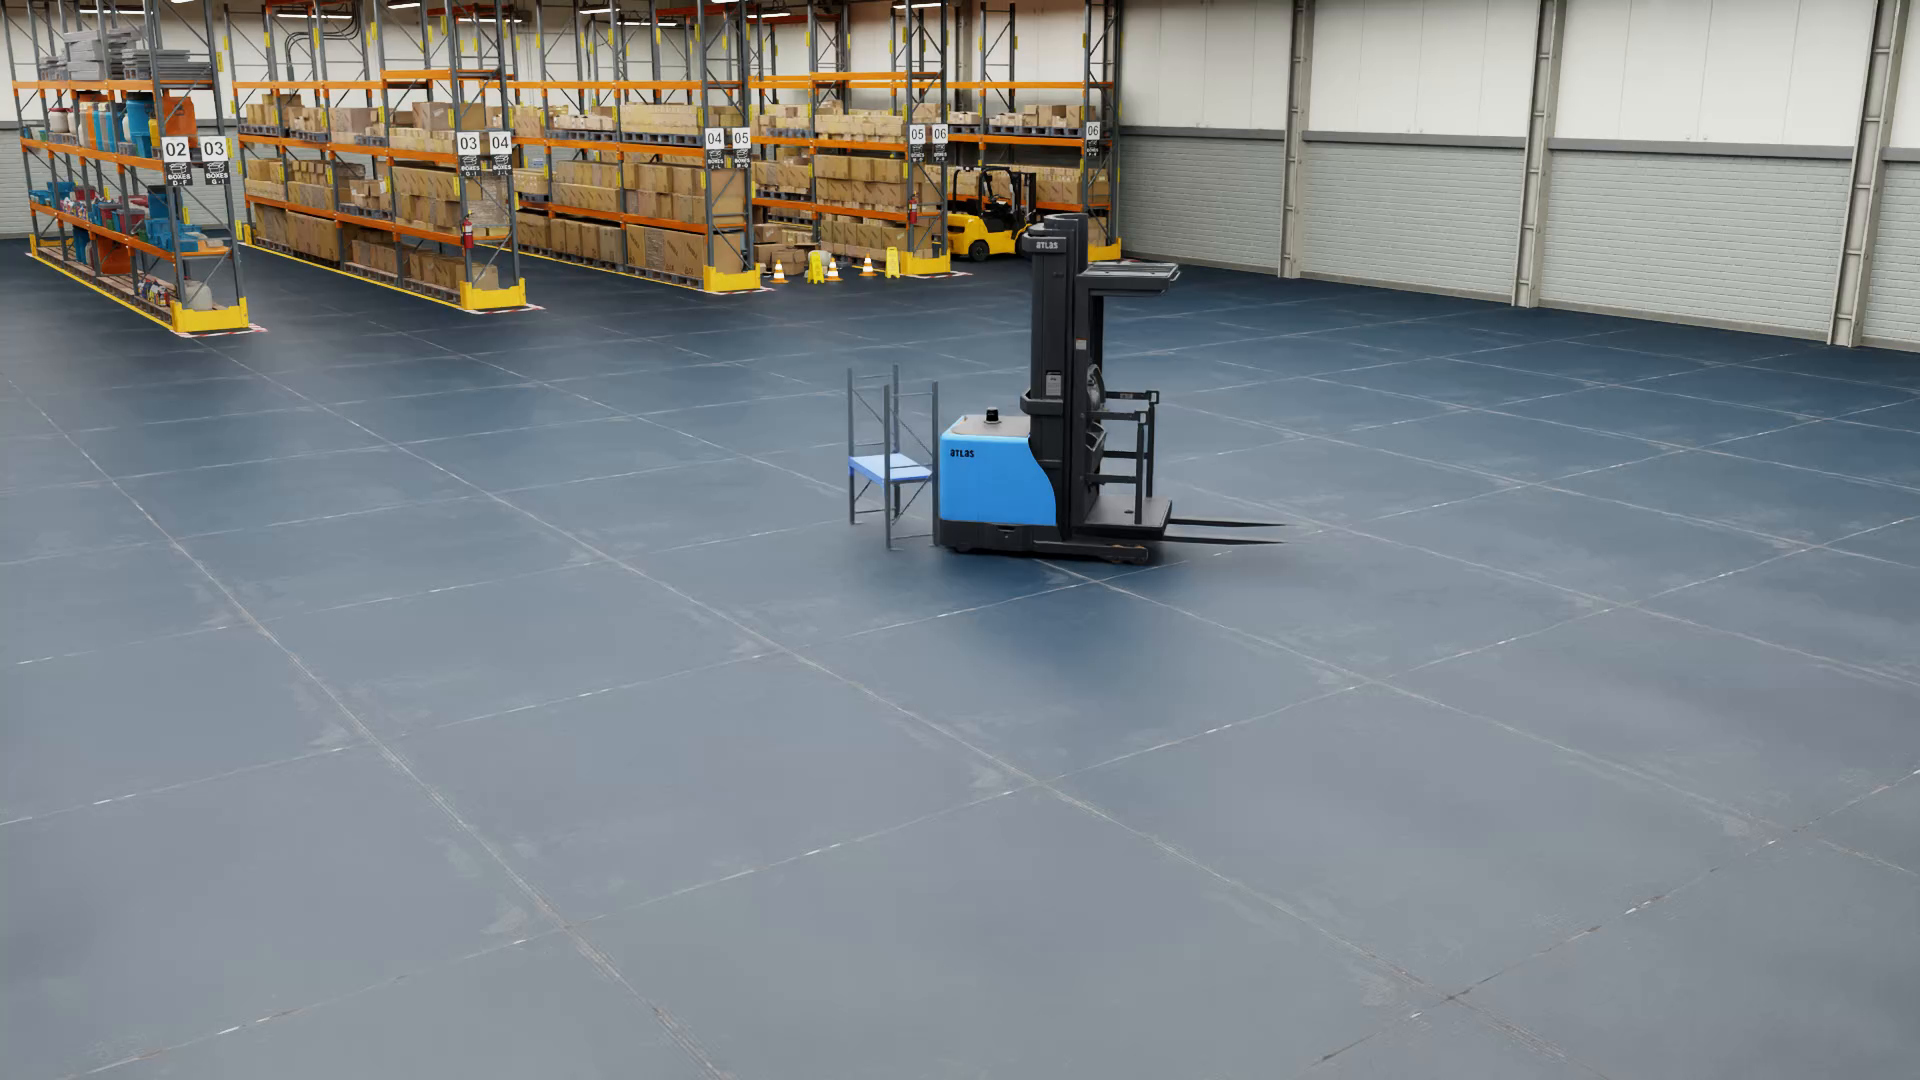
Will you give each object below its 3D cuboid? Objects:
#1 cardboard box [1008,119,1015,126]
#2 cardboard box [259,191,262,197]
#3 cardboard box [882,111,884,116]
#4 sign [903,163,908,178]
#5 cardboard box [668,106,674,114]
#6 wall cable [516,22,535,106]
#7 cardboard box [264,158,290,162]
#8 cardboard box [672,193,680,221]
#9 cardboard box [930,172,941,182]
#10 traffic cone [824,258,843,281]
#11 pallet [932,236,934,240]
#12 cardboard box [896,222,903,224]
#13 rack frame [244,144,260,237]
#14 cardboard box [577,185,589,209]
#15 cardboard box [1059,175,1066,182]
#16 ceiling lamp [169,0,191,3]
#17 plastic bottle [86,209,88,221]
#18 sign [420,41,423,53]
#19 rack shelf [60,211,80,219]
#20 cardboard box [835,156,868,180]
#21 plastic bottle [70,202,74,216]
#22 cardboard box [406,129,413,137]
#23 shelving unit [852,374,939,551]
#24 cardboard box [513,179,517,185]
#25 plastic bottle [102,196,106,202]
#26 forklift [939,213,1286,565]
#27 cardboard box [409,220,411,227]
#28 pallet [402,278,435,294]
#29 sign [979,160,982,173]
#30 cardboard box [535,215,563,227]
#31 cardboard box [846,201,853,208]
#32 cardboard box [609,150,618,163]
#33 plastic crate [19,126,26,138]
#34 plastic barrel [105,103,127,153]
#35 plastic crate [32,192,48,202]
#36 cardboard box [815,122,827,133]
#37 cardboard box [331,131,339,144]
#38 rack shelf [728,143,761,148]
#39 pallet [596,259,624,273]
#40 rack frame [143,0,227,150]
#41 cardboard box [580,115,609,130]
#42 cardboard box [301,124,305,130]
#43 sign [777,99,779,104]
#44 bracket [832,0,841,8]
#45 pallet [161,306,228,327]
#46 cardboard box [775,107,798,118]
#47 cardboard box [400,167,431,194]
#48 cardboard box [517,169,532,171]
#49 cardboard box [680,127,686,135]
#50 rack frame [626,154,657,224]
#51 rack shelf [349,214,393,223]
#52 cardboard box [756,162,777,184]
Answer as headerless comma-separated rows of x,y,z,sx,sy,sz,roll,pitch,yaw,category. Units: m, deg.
1.412,-10.263,40.875,0.380,0.149,0.250,-10,18,-33,cardboard box
-17.442,-8.724,41.920,0.380,0.149,0.250,-11,19,-35,cardboard box
-1.920,-11.658,45.447,0.380,0.149,0.250,-12,19,-36,cardboard box
-1.179,-7.997,35.996,0.100,0.325,0.005,-11,19,-35,sign
-5.731,-8.776,33.929,0.380,0.149,0.250,-11,19,-34,cardboard box
-13.699,-14.849,52.459,0.463,3.000,0.029,-11,19,-35,wall cable
-17.643,-9.616,43.003,0.500,0.500,0.500,-11,19,-34,cardboard box
-5.487,-6.976,34.772,0.875,0.550,0.550,-11,19,-35,cardboard box
-0.439,-9.557,43.824,0.500,0.250,0.500,-11,19,-34,cardboard box
-2.713,-5.792,35.534,0.336,0.463,0.334,-11,19,-35,traffic cone
-0.957,-8.321,45.253,1.003,0.211,1.213,-11,19,-35,pallet
-1.583,-7.046,38.304,0.500,0.500,0.500,-10,18,-33,cardboard box
-18.140,-9.247,43.354,0.949,2.616,0.053,-11,19,-35,rack frame
-8.433,-7.875,38.150,0.500,0.500,0.500,-11,19,-35,cardboard box
2.586,-8.646,39.740,0.380,0.149,0.250,-10,18,-34,cardboard box
-17.042,-13.589,36.797,0.800,3.185,2.000,-11,19,-35,ceiling lamp
-18.028,-6.734,34.391,0.061,0.283,0.133,-11,19,-35,plastic bottle
-14.510,-13.293,44.853,0.100,0.325,0.005,-11,19,-35,sign
-18.621,-6.944,35.932,0.919,0.124,3.809,-11,19,-35,rack shelf
-2.431,-8.545,38.142,0.700,0.500,0.500,-11,19,-36,cardboard box
-19.152,-7.159,35.959,0.152,0.276,0.135,-11,19,-35,plastic bottle
-10.526,-7.910,32.316,0.380,0.149,0.250,-11,19,-36,cardboard box
-0.620,-0.777,15.249,0.500,1.500,1.039,-6,16,-21,shelving unit
-10.786,-8.822,40.916,0.380,0.149,0.250,-10,18,-33,cardboard box
-18.883,-7.415,36.754,0.144,0.351,0.185,-11,19,-35,plastic bottle
1.383,-1.348,14.622,3.031,2.935,1.130,3,16,11,forklift
-10.743,-6.314,33.114,0.380,0.149,0.250,-11,19,-35,cardboard box
-10.663,-5.201,33.854,1.003,0.211,1.213,-11,19,-35,pallet
0.509,-9.428,41.971,0.100,0.325,0.005,-11,19,-35,sign
-9.981,-7.751,40.406,0.500,0.250,0.500,-11,19,-36,cardboard box
-2.400,-7.710,38.212,0.380,0.149,0.250,-11,19,-34,cardboard box
-9.765,-11.060,47.892,0.500,0.500,0.500,-11,19,-36,cardboard box
-22.148,-9.736,39.706,0.497,0.269,0.590,-11,19,-35,plastic crate
-15.567,-7.679,30.993,0.600,0.901,0.708,-11,19,-35,plastic barrel
-21.883,-8.182,39.665,0.416,0.233,0.300,-11,19,-35,plastic crate
-3.033,-9.604,38.696,0.500,0.250,0.500,-11,19,-36,cardboard box
-13.368,-8.773,36.224,0.500,0.250,0.500,-10,18,-34,cardboard box
-6.598,-10.604,43.990,1.077,0.370,4.000,-11,19,-35,rack shelf
-7.530,-6.241,37.652,1.003,0.211,1.213,-11,19,-35,pallet
-12.741,-7.955,27.269,1.000,3.000,0.127,-11,19,-35,rack frame
-8.224,-9.427,37.514,0.500,0.311,0.500,-12,19,-37,cardboard box
-15.036,-9.580,38.567,0.380,0.149,0.250,-12,19,-37,cardboard box
-5.653,-13.512,51.577,0.100,0.325,0.005,-11,19,-35,sign
-3.485,-15.477,47.932,0.235,0.232,0.430,-11,19,-35,bracket
-13.297,-3.900,29.098,1.003,0.211,1.213,-11,19,-35,pallet
-4.132,-10.359,40.276,0.500,0.250,0.500,-10,18,-34,cardboard box
-10.732,-7.116,32.921,0.500,0.500,0.500,-11,19,-35,cardboard box
-11.016,-9.341,42.251,0.380,0.149,0.250,-12,19,-36,cardboard box
-5.432,-8.282,33.636,0.380,0.149,0.250,-11,19,-34,cardboard box
-7.018,-7.432,36.722,0.949,2.616,0.053,-11,19,-35,rack frame
-12.263,-6.859,35.620,0.919,0.124,3.809,-11,19,-35,rack shelf
-4.715,-9.116,41.328,0.500,0.500,0.500,-10,18,-34,cardboard box
